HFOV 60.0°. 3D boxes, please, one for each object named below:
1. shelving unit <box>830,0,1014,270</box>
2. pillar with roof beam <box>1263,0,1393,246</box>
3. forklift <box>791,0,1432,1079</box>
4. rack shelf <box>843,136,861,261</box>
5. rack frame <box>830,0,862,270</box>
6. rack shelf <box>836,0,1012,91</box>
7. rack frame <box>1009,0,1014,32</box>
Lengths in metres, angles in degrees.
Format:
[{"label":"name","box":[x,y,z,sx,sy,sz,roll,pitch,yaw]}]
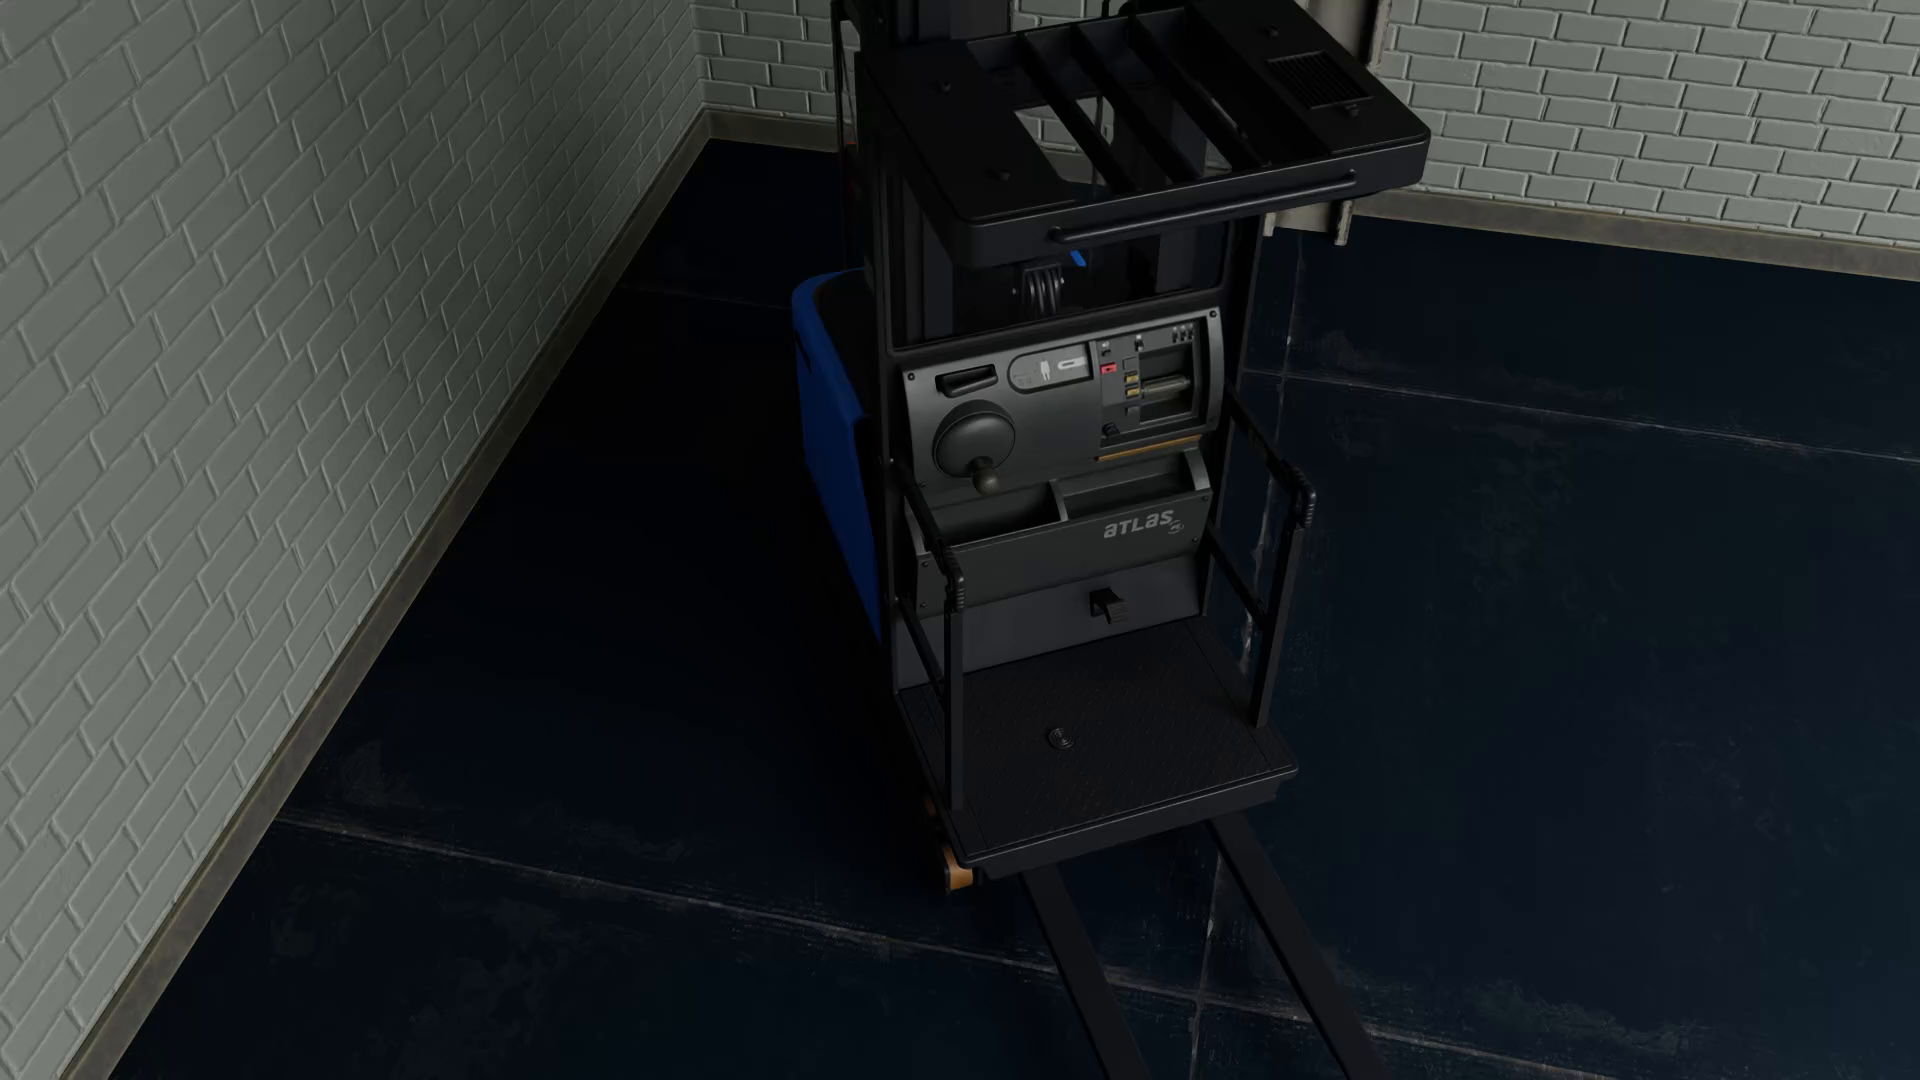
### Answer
[{"label":"shelving unit","box":[-0.130,-1.175,5.957,0.503,2.100,0.431,-13,45,-13]},{"label":"pillar with roof beam","box":[0.677,-1.818,1.650,0.400,9.000,9.100,9,45,9]},{"label":"forklift","box":[0.365,-0.302,4.450,1.130,2.935,3.031,-13,45,-13]},{"label":"rack shelf","box":[-0.130,-1.165,5.966,0.480,0.518,0.431,-13,45,-13]},{"label":"rack frame","box":[-0.361,-1.121,5.901,0.015,2.100,0.400,-13,45,-13]},{"label":"rack shelf","box":[-0.130,-1.670,5.481,0.480,0.518,0.431,-13,45,-13]},{"label":"rack frame","box":[0.102,-1.229,6.013,0.015,2.100,0.400,-13,45,-13]}]
